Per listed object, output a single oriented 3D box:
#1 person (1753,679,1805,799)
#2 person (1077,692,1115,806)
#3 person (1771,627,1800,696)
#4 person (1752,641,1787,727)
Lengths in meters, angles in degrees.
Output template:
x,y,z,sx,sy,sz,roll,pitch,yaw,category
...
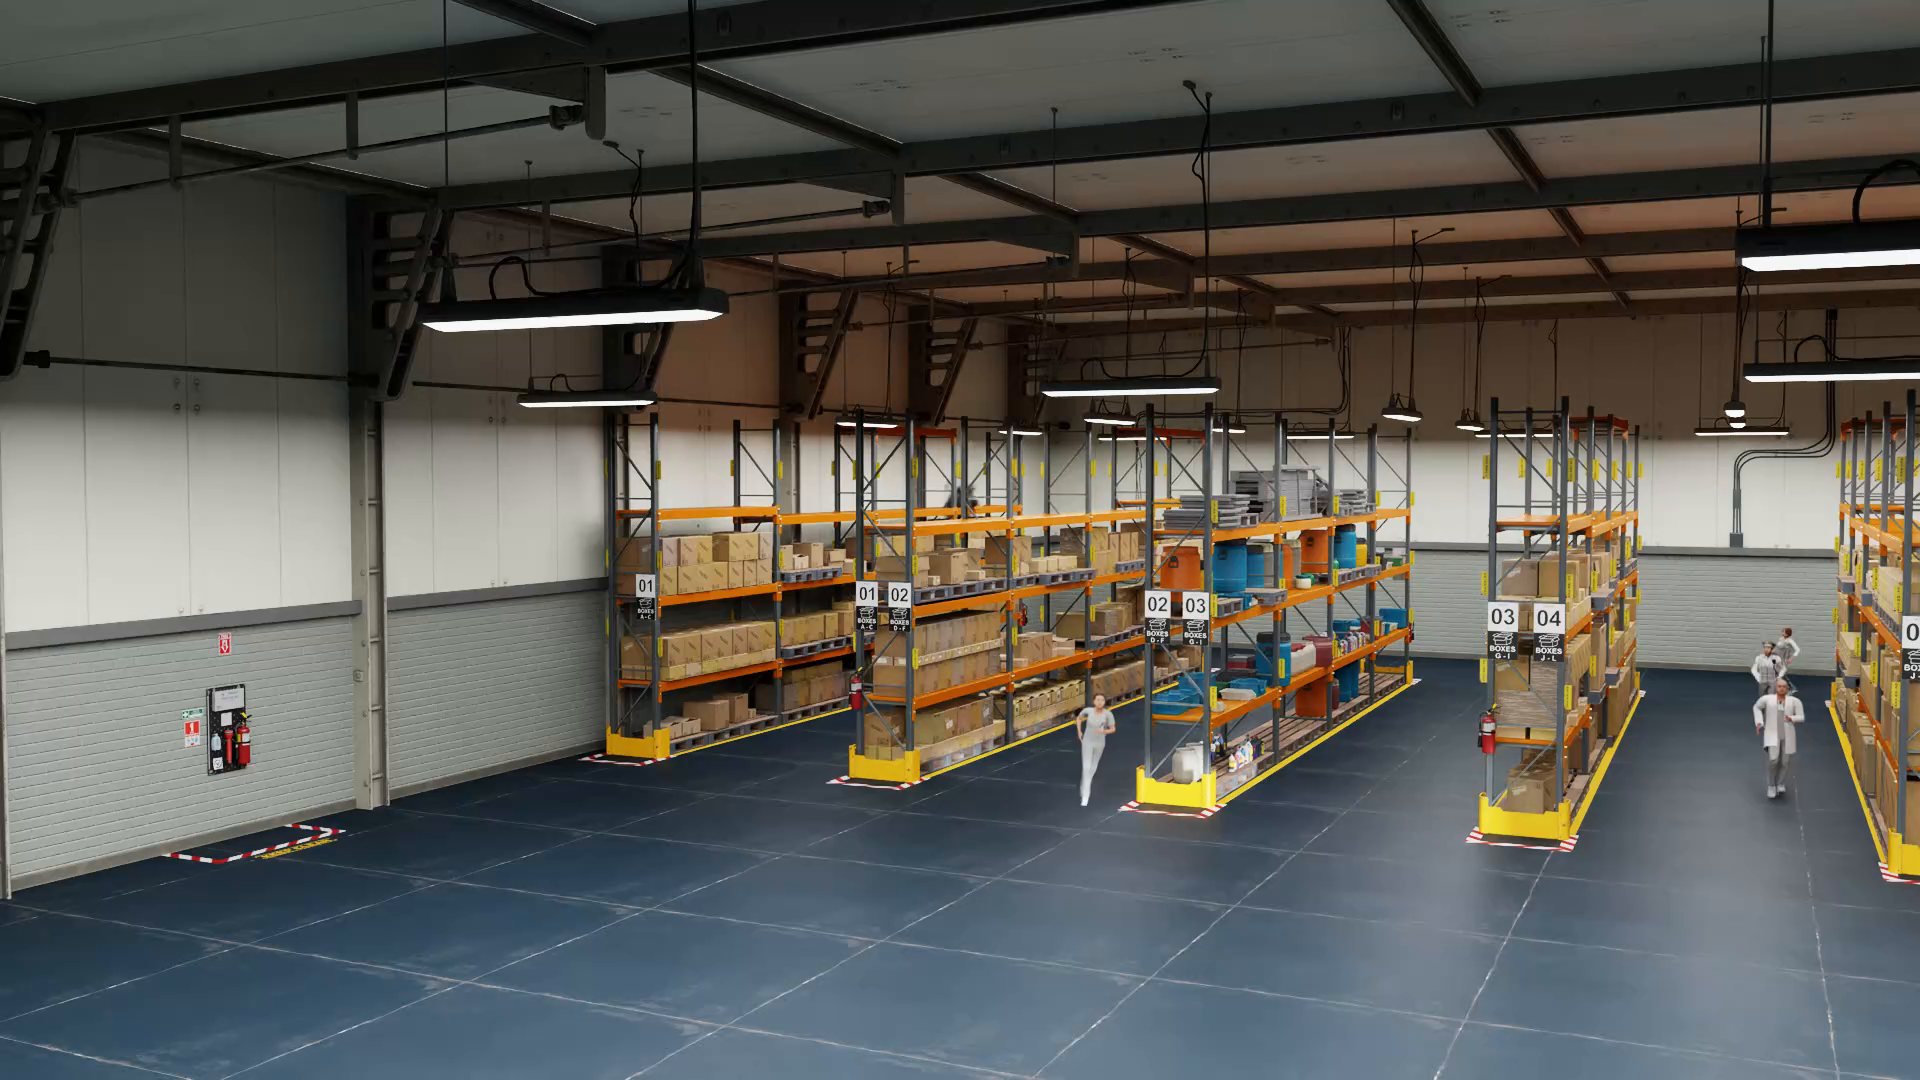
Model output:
x,y,z,sx,sy,sz,roll,pitch,yaw,category
12.561,3.047,25.491,0.674,1.829,0.811,1,3,18,person
2.049,3.143,25.132,0.562,1.729,0.816,0,2,-3,person
17.901,2.681,36.251,0.813,1.574,0.595,0,2,4,person
15.880,2.808,32.635,0.622,1.686,0.707,1,3,32,person
